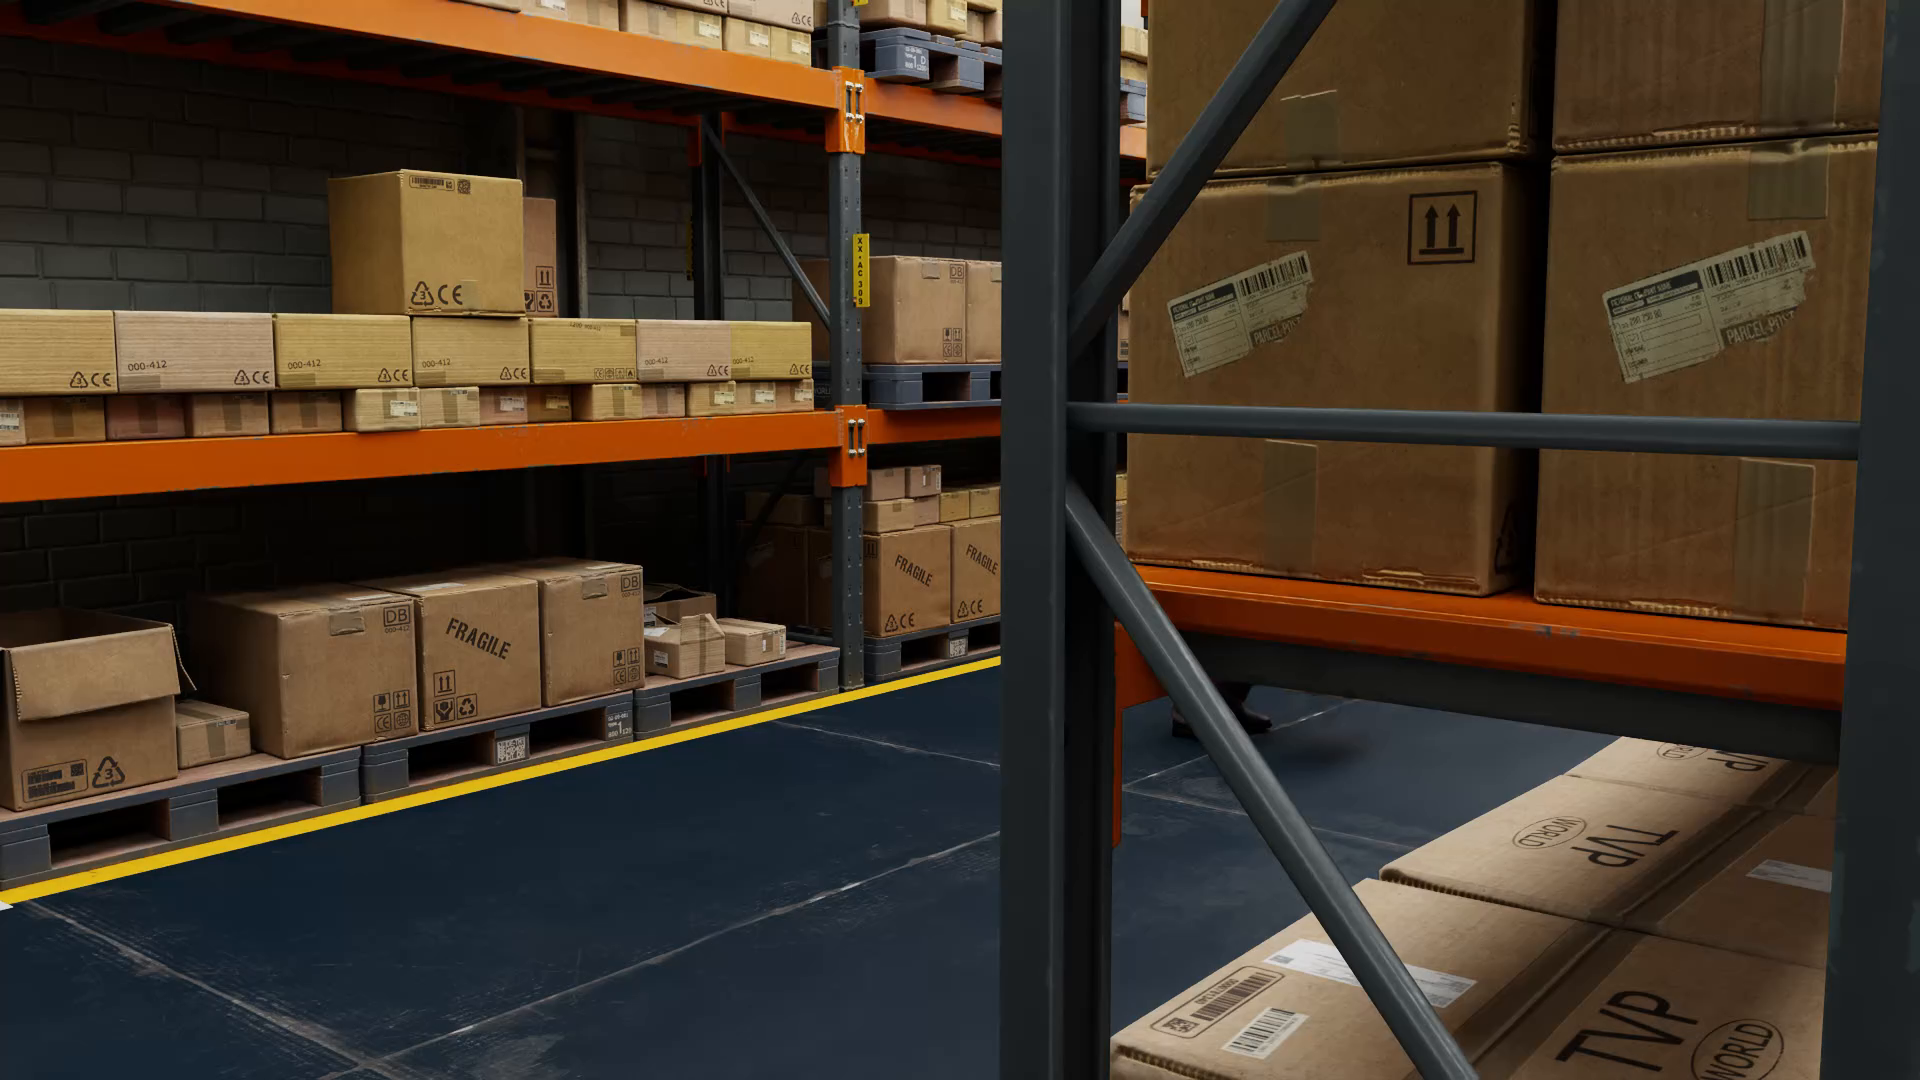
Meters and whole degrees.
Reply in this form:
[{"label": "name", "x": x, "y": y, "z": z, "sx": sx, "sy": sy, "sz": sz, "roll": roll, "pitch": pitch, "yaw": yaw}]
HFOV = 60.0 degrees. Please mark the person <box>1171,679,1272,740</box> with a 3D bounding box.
[{"label": "person", "x": 1.225, "y": 0.271, "z": 6.735, "sx": 0.948, "sy": 1.093, "sz": 0.499, "roll": 5, "pitch": 8, "yaw": 36}]
